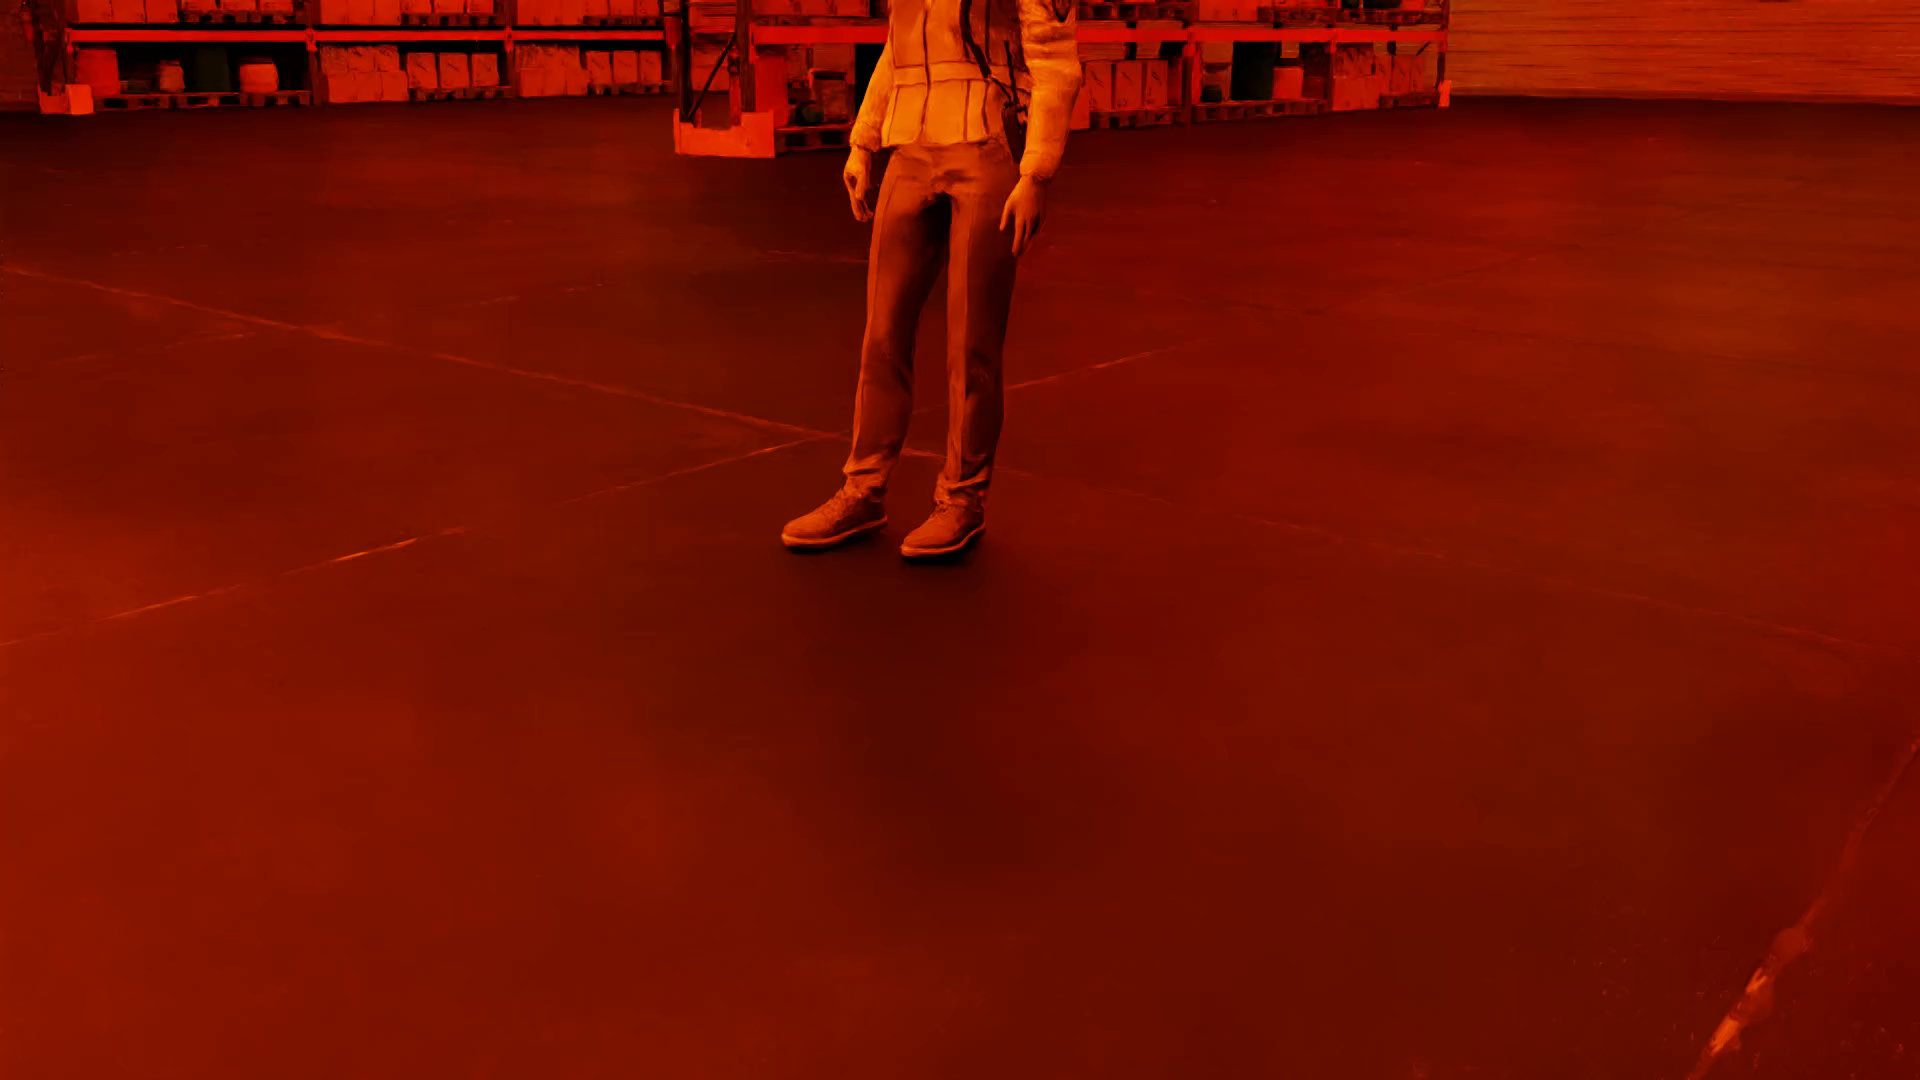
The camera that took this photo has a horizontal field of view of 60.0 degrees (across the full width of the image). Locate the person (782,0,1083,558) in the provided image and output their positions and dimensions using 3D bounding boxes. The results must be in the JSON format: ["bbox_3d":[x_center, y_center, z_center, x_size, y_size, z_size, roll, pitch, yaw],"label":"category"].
[{"bbox_3d":[-0.049,-0.804,3.648,0.586,1.695,0.533,13,21,37],"label":"person"}]
